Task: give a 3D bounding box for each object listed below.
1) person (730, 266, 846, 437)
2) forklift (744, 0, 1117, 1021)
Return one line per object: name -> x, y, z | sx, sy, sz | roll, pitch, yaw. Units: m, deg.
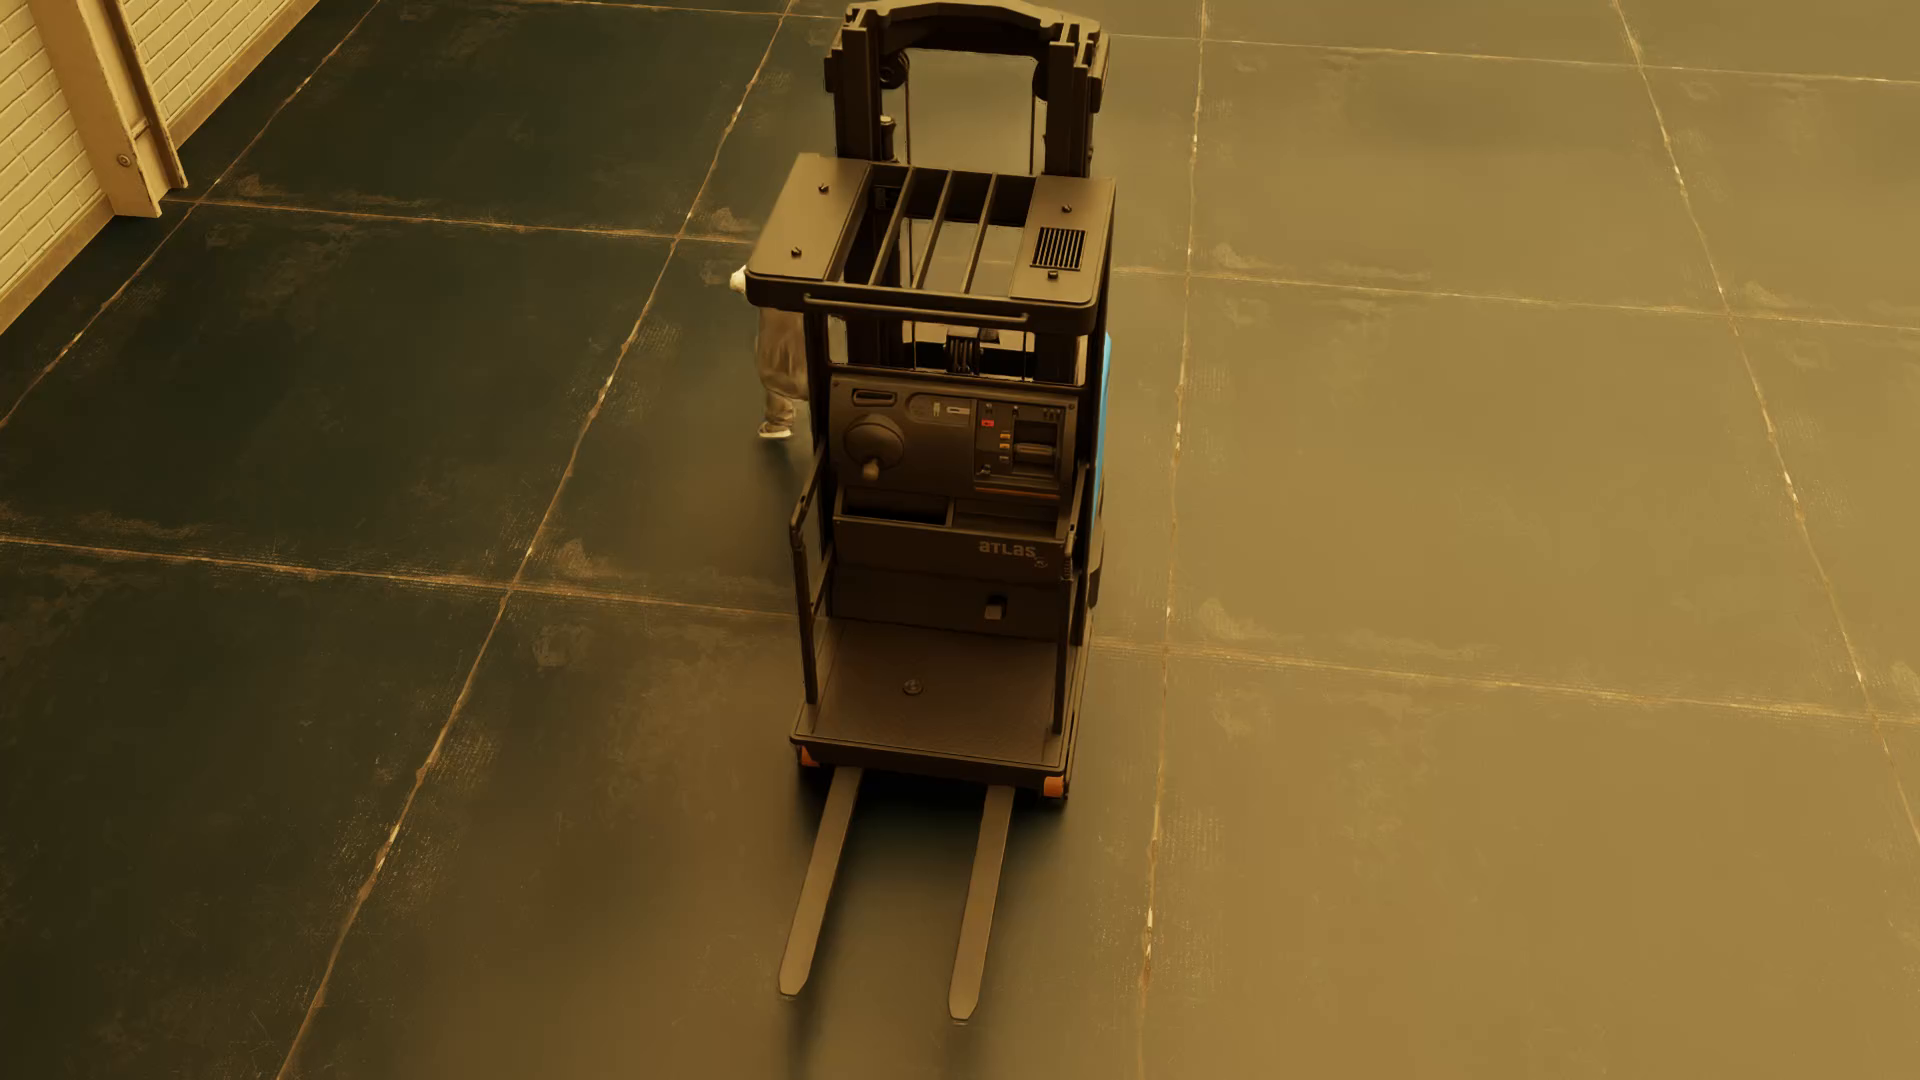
person -> -0.681, -0.938, 7.918 | 0.857, 1.386, 0.683 | 17, 45, 18
forklift -> -0.062, -0.300, 6.051 | 1.130, 2.935, 3.031 | 6, 43, 7
